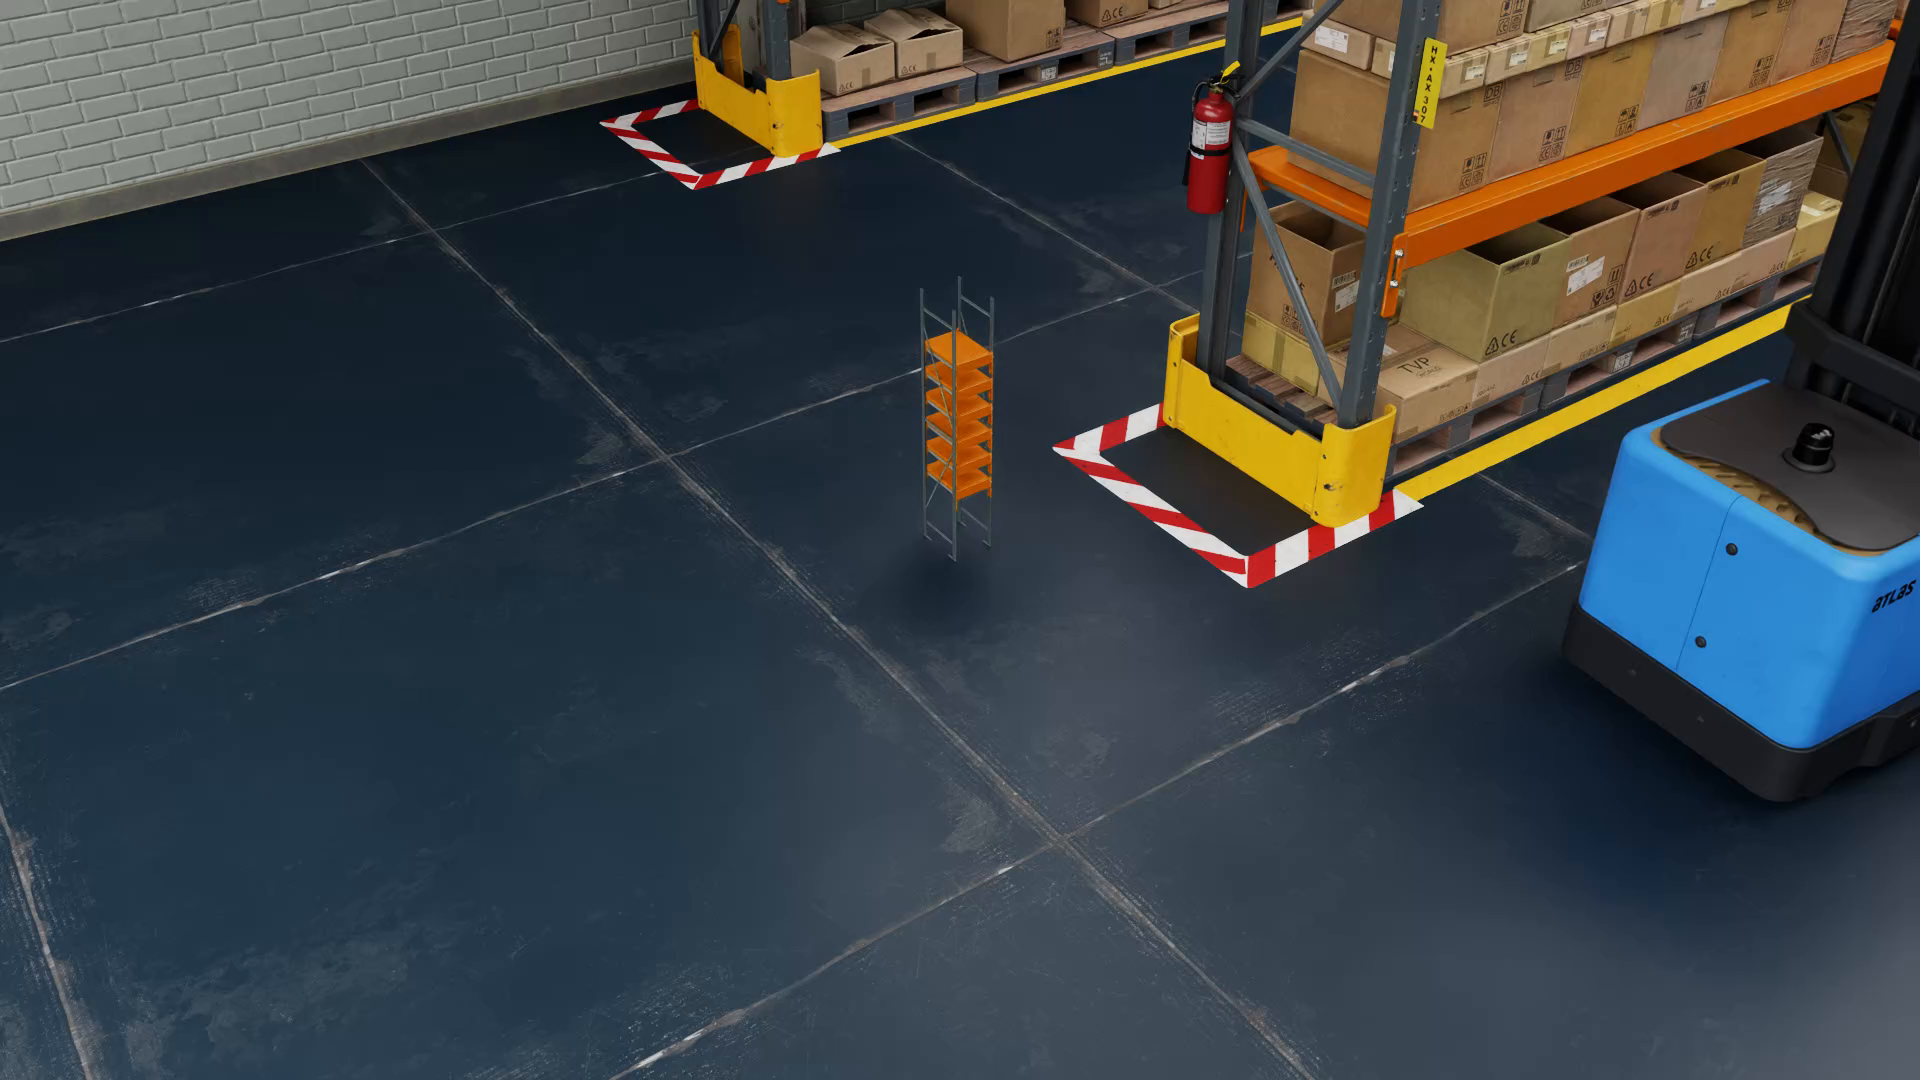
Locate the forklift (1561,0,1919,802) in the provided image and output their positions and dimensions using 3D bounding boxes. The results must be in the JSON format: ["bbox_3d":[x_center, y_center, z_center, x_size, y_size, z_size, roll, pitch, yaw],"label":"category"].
[{"bbox_3d":[3.888,-0.902,5.993,3.031,2.935,1.130,-19,40,-25],"label":"forklift"}]

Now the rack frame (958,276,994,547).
[{"bbox_3d":[0.063,-0.513,6.936,0.006,1.200,0.240,-22,41,-28],"label":"rack frame"}]

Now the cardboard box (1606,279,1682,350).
[{"bbox_3d":[3.247,-1.234,8.391,0.500,0.250,0.500,-22,41,-28],"label":"cardboard box"}]

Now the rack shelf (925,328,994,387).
[{"bbox_3d":[-0.012,-0.738,6.709,0.180,0.103,0.258,-22,41,-28],"label":"rack shelf"}]

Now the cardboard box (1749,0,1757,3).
[{"bbox_3d":[3.585,-2.631,7.697,0.250,0.149,0.380,-21,41,-27],"label":"cardboard box"}]

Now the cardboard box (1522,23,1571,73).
[{"bbox_3d":[2.317,-2.108,6.971,0.250,0.149,0.380,-22,41,-28],"label":"cardboard box"}]

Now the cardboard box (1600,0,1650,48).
[{"bbox_3d":[2.741,-2.283,7.213,0.250,0.149,0.380,-24,42,-29],"label":"cardboard box"}]

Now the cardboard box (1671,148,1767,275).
[{"bbox_3d":[3.648,-1.713,8.415,0.500,0.500,0.500,-22,41,-28],"label":"cardboard box"}]

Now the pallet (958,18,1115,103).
[{"bbox_3d":[0.339,-3.522,11.966,1.213,0.211,1.003,-22,41,-28],"label":"pallet"}]

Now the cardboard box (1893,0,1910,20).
[{"bbox_3d":[5.100,-3.072,9.081,0.500,0.250,0.500,-20,40,-25],"label":"cardboard box"}]

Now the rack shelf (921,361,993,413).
[{"bbox_3d":[-0.012,-0.641,6.779,0.180,0.103,0.258,-22,41,-28],"label":"rack shelf"}]

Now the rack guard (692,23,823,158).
[{"bbox_3d":[-1.341,-2.975,10.958,0.348,0.500,1.175,-22,41,-28],"label":"rack guard"}]

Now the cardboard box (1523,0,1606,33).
[{"bbox_3d":[2.312,-2.517,6.984,0.500,0.500,0.700,-24,42,-29],"label":"cardboard box"}]

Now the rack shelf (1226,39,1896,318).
[{"bbox_3d":[3.088,-1.982,8.053,4.000,0.370,1.077,-22,41,-28],"label":"rack shelf"}]

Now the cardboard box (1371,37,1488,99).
[{"bbox_3d":[1.898,-1.935,6.730,0.250,0.149,0.380,-23,41,-28],"label":"cardboard box"}]

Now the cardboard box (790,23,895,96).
[{"bbox_3d":[-0.786,-3.241,11.114,0.500,0.311,0.500,-28,44,-33],"label":"cardboard box"}]

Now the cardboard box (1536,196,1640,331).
[{"bbox_3d":[2.829,-1.378,7.949,0.500,0.500,0.500,-22,41,-28],"label":"cardboard box"}]

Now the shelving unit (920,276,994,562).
[{"bbox_3d":[-0.012,-0.482,6.893,0.189,1.200,0.258,-22,41,-28],"label":"shelving unit"}]

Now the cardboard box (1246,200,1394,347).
[{"bbox_3d":[1.720,-1.282,7.817,0.500,0.500,0.500,-22,41,-28],"label":"cardboard box"}]

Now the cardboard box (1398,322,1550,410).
[{"bbox_3d":[2.426,-0.900,7.927,0.500,0.250,0.500,-22,41,-28],"label":"cardboard box"}]

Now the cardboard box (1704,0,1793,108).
[{"bbox_3d":[3.524,-2.488,8.054,0.500,0.500,0.700,-22,41,-27],"label":"cardboard box"}]

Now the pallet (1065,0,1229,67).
[{"bbox_3d":[1.337,-3.935,12.540,1.213,0.211,1.003,-22,41,-28],"label":"pallet"}]

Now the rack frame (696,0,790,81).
[{"bbox_3d":[-1.404,-3.964,10.193,0.127,3.000,1.000,-22,41,-28],"label":"rack frame"}]

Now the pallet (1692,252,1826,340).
[{"bbox_3d":[4.049,-1.567,9.248,1.213,0.211,1.003,-22,41,-28],"label":"pallet"}]

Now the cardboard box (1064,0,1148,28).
[{"bbox_3d":[1.041,-4.105,12.153,0.500,0.500,0.500,-26,43,-31],"label":"cardboard box"}]

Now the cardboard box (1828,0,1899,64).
[{"bbox_3d":[4.364,-2.835,8.537,0.500,0.500,0.700,-24,42,-29],"label":"cardboard box"}]

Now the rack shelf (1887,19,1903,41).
[{"bbox_3d":[6.358,-3.327,9.924,4.000,0.370,1.077,-22,41,-28],"label":"rack shelf"}]

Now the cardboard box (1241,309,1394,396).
[{"bbox_3d":[1.721,-0.977,8.035,0.500,0.250,0.500,-22,41,-28],"label":"cardboard box"}]

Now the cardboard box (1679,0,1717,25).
[{"bbox_3d":[3.155,-2.451,7.448,0.250,0.149,0.380,-22,41,-27],"label":"cardboard box"}]

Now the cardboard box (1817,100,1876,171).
[{"bbox_3d":[5.204,-2.249,9.323,0.500,0.311,0.500,-22,41,-28],"label":"cardboard box"}]

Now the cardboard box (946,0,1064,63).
[{"bbox_3d":[0.308,-3.733,11.635,0.500,0.500,0.700,-25,43,-31],"label":"cardboard box"}]

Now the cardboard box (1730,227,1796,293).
[{"bbox_3d":[4.055,-1.577,8.869,0.500,0.250,0.500,-22,41,-28],"label":"cardboard box"}]

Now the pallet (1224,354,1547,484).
[{"bbox_3d":[2.054,-0.747,8.107,1.213,0.211,1.003,-22,41,-28],"label":"pallet"}]

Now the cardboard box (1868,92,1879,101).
[{"bbox_3d":[5.310,-2.680,9.922,0.500,0.311,0.500,-21,41,-27],"label":"cardboard box"}]

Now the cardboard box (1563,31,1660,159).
[{"bbox_3d":[2.678,-2.136,7.565,0.500,0.500,0.700,-22,41,-28],"label":"cardboard box"}]

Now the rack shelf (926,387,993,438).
[{"bbox_3d":[-0.012,-0.544,6.849,0.180,0.103,0.258,-22,41,-28],"label":"rack shelf"}]

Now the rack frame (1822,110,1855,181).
[{"bbox_3d":[4.723,-2.947,8.778,0.127,3.000,1.000,-22,41,-28],"label":"rack frame"}]

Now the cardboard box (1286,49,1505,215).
[{"bbox_3d":[1.842,-1.793,7.088,0.500,0.500,0.700,-22,41,-28],"label":"cardboard box"}]
